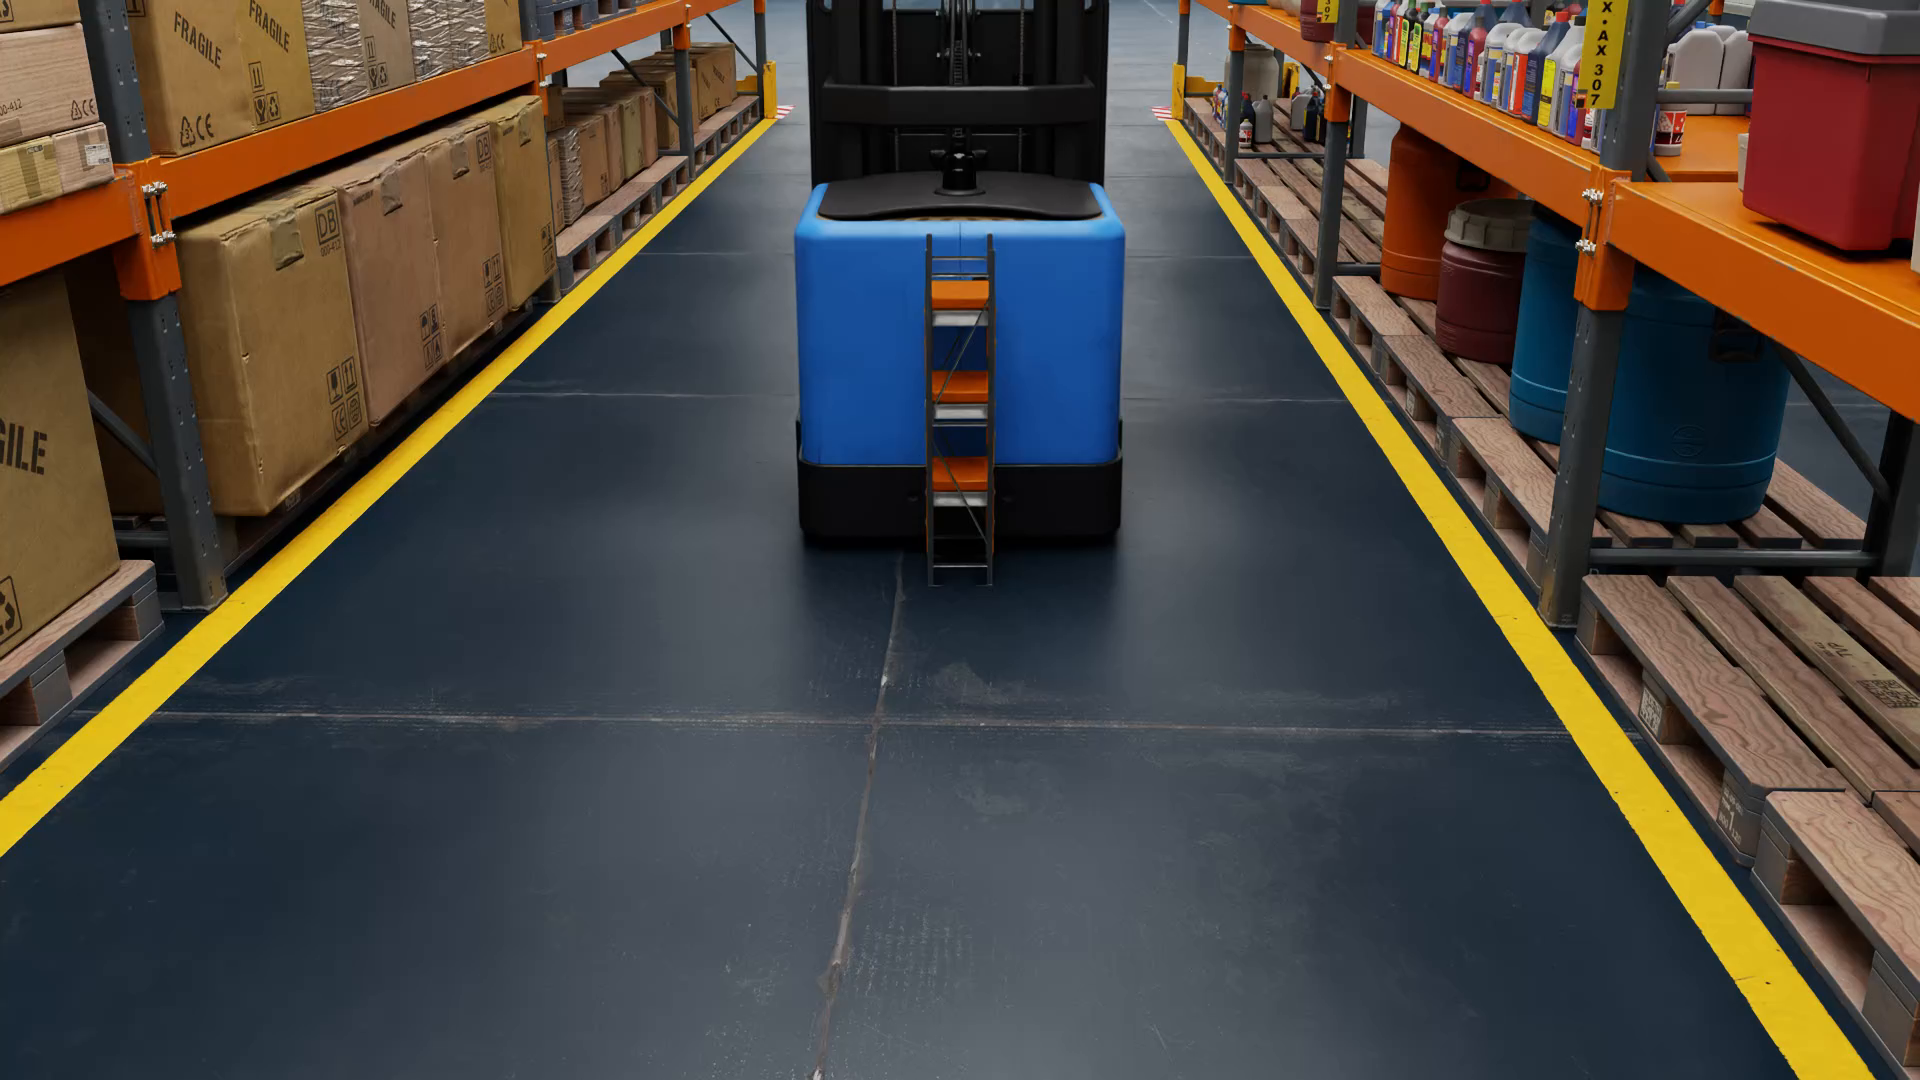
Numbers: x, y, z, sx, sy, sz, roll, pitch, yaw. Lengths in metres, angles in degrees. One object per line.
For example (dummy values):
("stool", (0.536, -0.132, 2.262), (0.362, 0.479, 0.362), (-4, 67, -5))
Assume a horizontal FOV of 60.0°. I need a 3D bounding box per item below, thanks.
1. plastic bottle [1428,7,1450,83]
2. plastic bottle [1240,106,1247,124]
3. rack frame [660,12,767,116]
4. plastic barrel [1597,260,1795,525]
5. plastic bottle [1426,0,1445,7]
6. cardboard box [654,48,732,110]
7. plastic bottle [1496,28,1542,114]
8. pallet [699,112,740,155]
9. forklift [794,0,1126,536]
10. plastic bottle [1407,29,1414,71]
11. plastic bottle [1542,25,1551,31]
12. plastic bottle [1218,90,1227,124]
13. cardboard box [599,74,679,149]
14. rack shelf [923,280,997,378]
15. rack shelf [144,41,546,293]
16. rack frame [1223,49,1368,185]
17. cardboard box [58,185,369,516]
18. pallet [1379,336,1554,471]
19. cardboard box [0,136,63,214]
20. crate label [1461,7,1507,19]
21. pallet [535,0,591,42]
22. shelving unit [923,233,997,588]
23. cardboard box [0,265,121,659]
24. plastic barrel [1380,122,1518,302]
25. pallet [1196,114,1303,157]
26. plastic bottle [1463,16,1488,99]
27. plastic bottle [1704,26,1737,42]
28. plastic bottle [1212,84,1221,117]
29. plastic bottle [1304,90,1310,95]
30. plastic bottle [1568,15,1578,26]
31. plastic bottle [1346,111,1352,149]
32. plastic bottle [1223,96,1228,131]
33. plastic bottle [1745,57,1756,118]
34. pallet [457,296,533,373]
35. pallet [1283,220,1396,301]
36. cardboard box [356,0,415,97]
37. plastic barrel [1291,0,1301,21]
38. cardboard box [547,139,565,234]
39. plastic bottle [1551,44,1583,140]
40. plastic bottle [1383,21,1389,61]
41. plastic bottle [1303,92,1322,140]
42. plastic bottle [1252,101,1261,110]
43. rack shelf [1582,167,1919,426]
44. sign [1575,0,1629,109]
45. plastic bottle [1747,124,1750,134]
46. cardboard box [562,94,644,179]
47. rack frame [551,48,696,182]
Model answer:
("plastic bottle", (1.923, -1.973, 6.628), (0.061, 0.283, 0.133), (1, 21, 2))
("plastic bottle", (2.146, -3.160, 12.673), (0.061, 0.283, 0.133), (2, 21, 4))
("rack frame", (-2.367, -5.544, 15.671), (1.000, 3.000, 0.127), (1, 21, 2))
("plastic barrel", (2.252, -0.565, 5.159), (0.600, 0.901, 0.708), (1, 21, 2))
("plastic bottle", (2.156, -2.385, 7.700), (0.152, 0.276, 0.135), (1, 21, 2))
("cardboard box", (-2.387, -4.133, 14.908), (0.500, 0.500, 0.500), (6, 22, 16))
("plastic bottle", (1.938, -1.602, 5.683), (0.152, 0.276, 0.135), (1, 21, 2))
("pallet", (-2.470, -3.483, 14.215), (1.003, 0.211, 1.213), (1, 21, 2))
("forklift", (-0.010, -1.859, 6.269), (1.130, 2.935, 3.031), (0, 21, 0))
("plastic bottle", (1.955, -2.095, 7.055), (0.097, 0.201, 0.097), (0, 21, 0))
("plastic bottle", (2.070, -1.689, 5.914), (0.097, 0.271, 0.097), (0, 21, 0))
("plastic bottle", (2.203, -3.611, 13.851), (0.097, 0.271, 0.097), (0, 21, 0))
("cardboard box", (-2.437, -3.273, 12.692), (0.500, 0.500, 0.500), (0, 21, 0))
("rack shelf", (0.000, -0.642, 4.977), (0.215, 0.259, 0.240), (0, 21, 0))
("rack shelf", (-2.672, -1.593, 6.483), (1.077, 0.370, 4.000), (1, 21, 2))
("rack frame", (2.462, -4.044, 11.803), (1.000, 3.000, 0.127), (1, 21, 2))
("cardboard box", (-2.733, -0.642, 5.394), (1.225, 0.875, 0.875), (1, 21, 2))
("pallet", (2.318, -0.572, 6.711), (1.003, 0.211, 1.213), (1, 21, 2))
("cardboard box", (-2.422, -0.881, 4.001), (0.380, 0.149, 0.250), (1, 21, 3))
("crate label", (2.727, -2.667, 8.488), (0.303, 0.233, 0.416), (1, 21, 2))
("pallet", (-2.696, -2.821, 8.918), (1.213, 0.211, 1.003), (1, 21, 2))
("shelving unit", (0.000, -0.387, 5.076), (0.215, 1.050, 0.252), (0, 21, 0))
("cardboard box", (-2.832, -0.173, 4.185), (0.875, 0.875, 0.875), (1, 21, 2))
("plastic barrel", (2.342, -1.604, 7.936), (0.600, 0.830, 0.708), (1, 21, 2))
("pallet", (2.558, -3.428, 14.072), (1.003, 0.211, 1.213), (1, 21, 2))
("plastic bottle", (1.906, -1.774, 6.115), (0.061, 0.283, 0.133), (1, 21, 2))
("plastic bottle", (2.648, -1.675, 5.870), (0.152, 0.276, 0.135), (1, 21, 2))
("plastic bottle", (2.217, -3.771, 14.264), (0.097, 0.271, 0.097), (0, 21, 0))
("plastic bottle", (2.926, -3.615, 13.857), (0.152, 0.276, 0.135), (0, 21, 0))
("plastic bottle", (2.725, -2.229, 7.401), (0.097, 0.201, 0.097), (0, 21, 0))
("plastic bottle", (2.909, -3.087, 12.502), (0.097, 0.271, 0.097), (0, 21, 0))
("plastic bottle", (2.218, -3.460, 13.456), (0.152, 0.276, 0.135), (1, 21, 3))
("plastic bottle", (2.683, -1.546, 5.527), (0.061, 0.283, 0.133), (1, 21, 2))
("pallet", (-2.710, -1.067, 7.988), (1.003, 0.211, 1.213), (1, 21, 2))
("pallet", (2.402, -1.577, 9.301), (1.003, 0.211, 1.213), (1, 21, 2))
("cardboard box", (-2.428, -1.965, 6.309), (0.500, 0.500, 0.500), (1, 21, 3))
("plastic barrel", (2.178, -3.342, 9.807), (0.433, 0.535, 0.433), (0, 21, 0))
("cardboard box", (-2.610, -1.934, 9.214), (0.700, 0.500, 0.500), (0, 21, -1))
("plastic bottle", (1.918, -1.371, 5.088), (0.152, 0.276, 0.135), (1, 21, 2))
("plastic bottle", (1.970, -2.275, 7.520), (0.097, 0.201, 0.097), (0, 21, 0))
("plastic bottle", (2.757, -3.303, 12.947), (0.144, 0.351, 0.185), (1, 21, 2))
("plastic bottle", (2.348, -3.292, 13.023), (0.152, 0.276, 0.135), (1, 21, 2))
("rack shelf", (2.157, -0.092, 2.615), (1.077, 0.370, 4.000), (1, 21, 2))
("sign", (1.668, -1.287, 4.316), (0.100, 0.325, 0.005), (1, 21, 2))
("plastic bottle", (2.499, -1.348, 5.132), (0.097, 0.201, 0.097), (0, 21, 0))
("cardboard box", (-2.563, -2.744, 11.301), (0.700, 0.500, 0.500), (1, 21, 1))
("rack frame", (-2.489, -4.098, 11.944), (1.000, 3.000, 0.127), (1, 21, 2))
